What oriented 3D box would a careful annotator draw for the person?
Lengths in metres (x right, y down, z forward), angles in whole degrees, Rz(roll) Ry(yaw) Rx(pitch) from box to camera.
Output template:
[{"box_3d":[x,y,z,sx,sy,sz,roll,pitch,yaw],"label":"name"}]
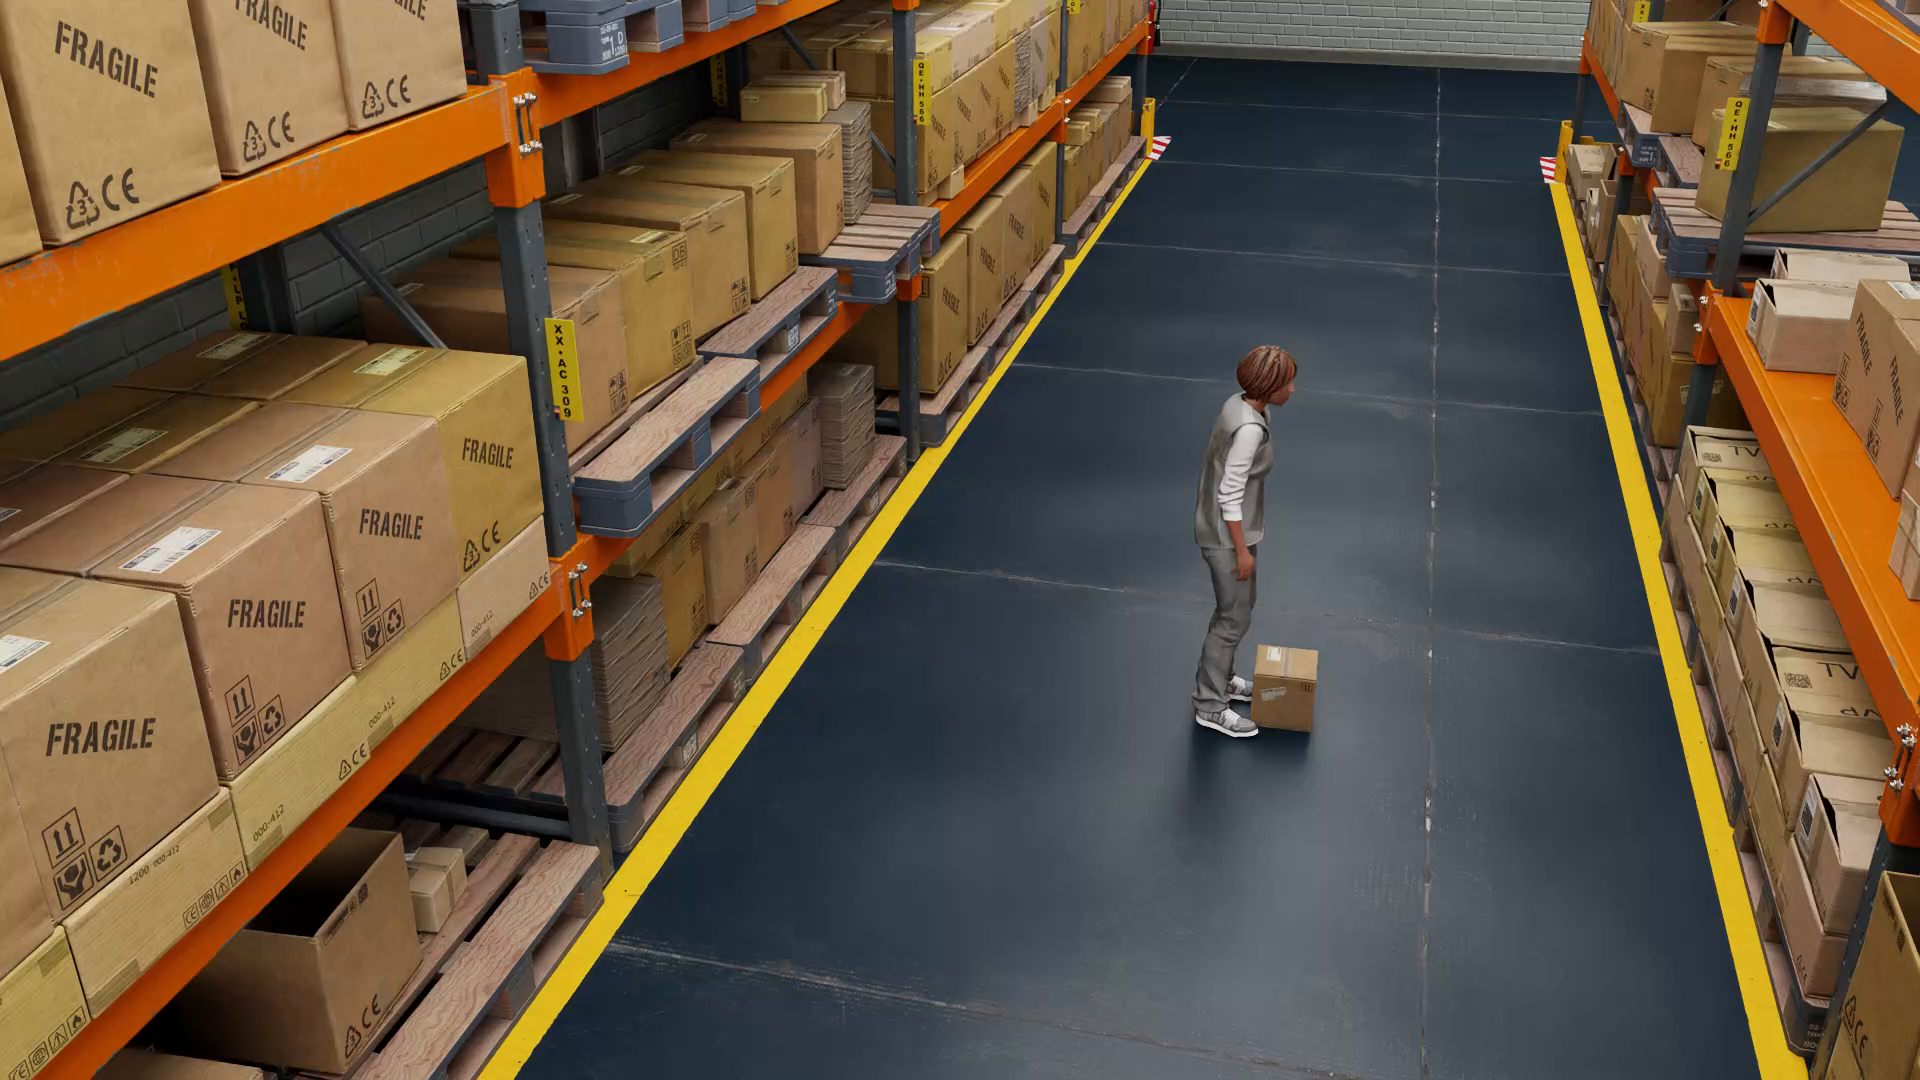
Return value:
[{"box_3d":[1.109,-0.014,6.652,0.347,1.593,0.477,6,26,12],"label":"person"}]
